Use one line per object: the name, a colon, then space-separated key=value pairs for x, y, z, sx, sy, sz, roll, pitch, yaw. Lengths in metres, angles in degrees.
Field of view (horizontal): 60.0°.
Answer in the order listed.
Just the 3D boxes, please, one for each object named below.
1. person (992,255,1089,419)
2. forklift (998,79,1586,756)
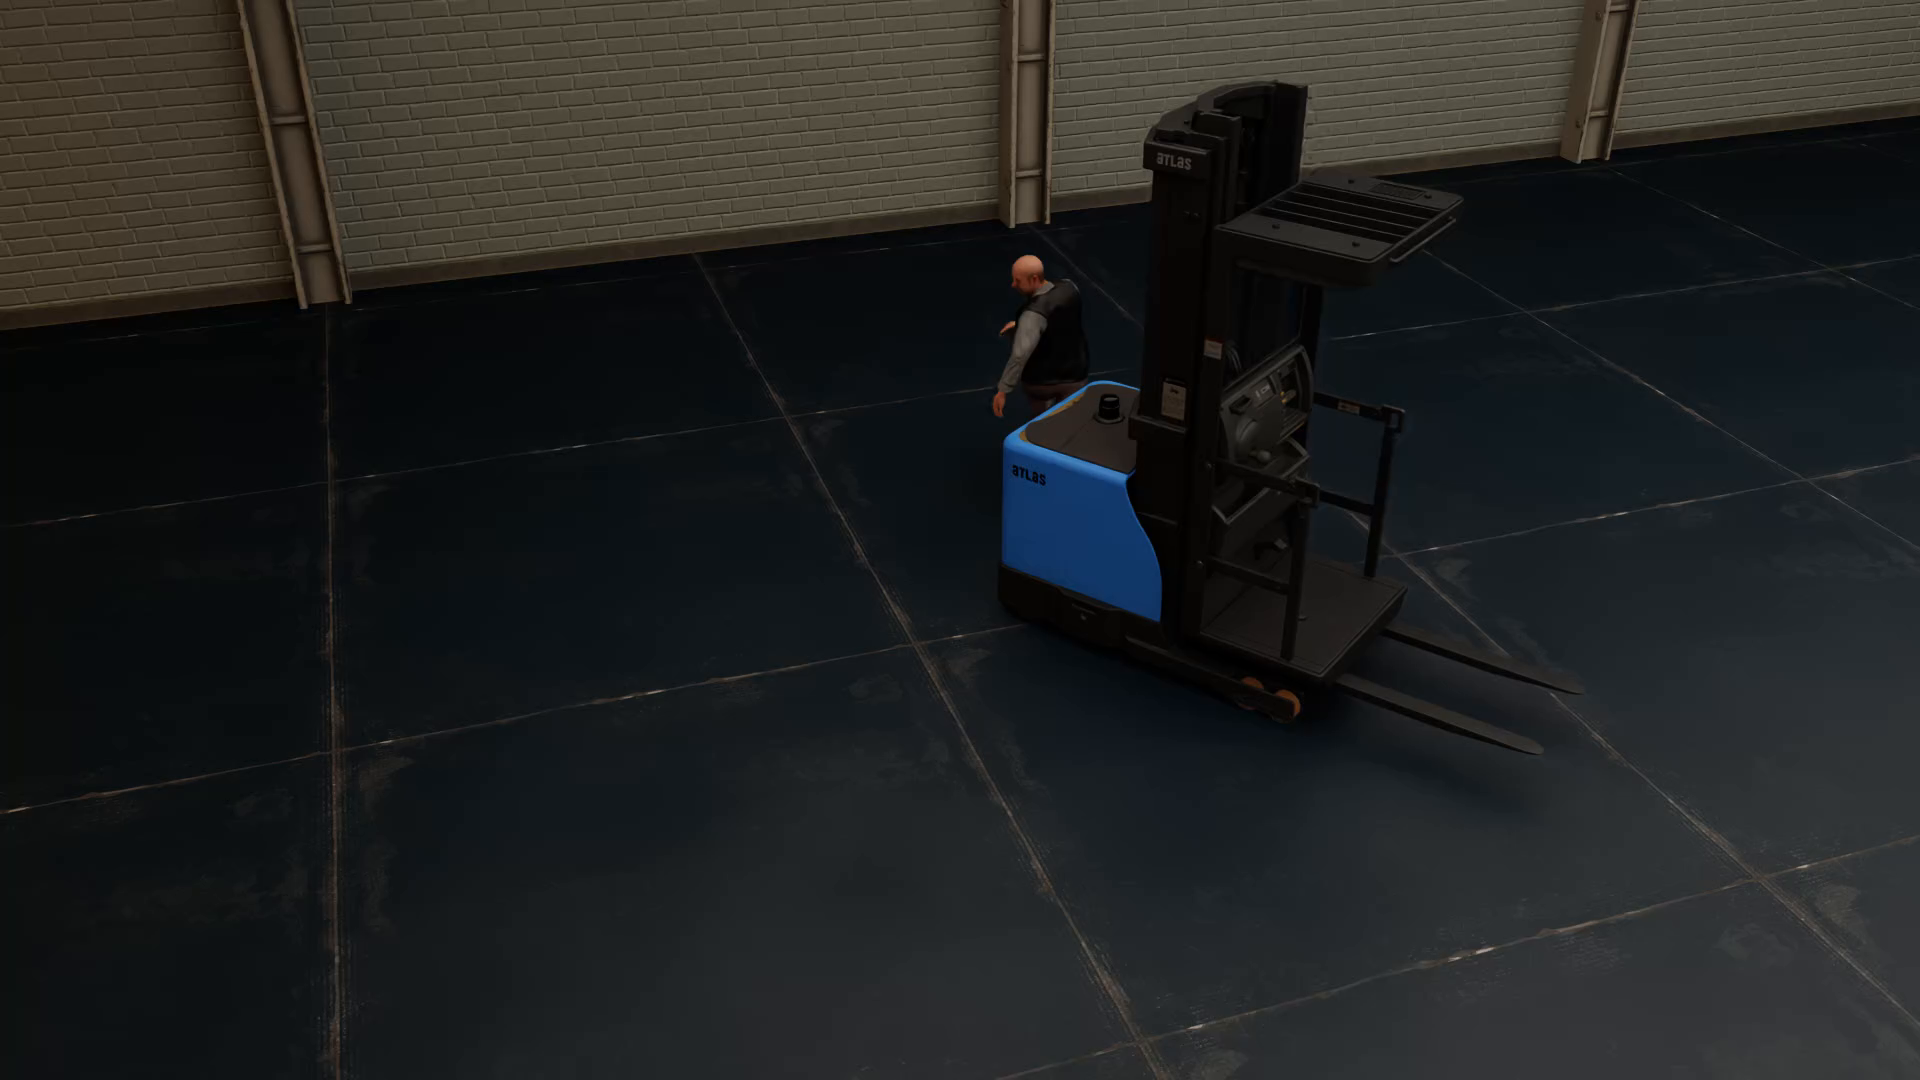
person: x=0.496 y=-1.047 z=10.410 sx=0.639 sy=1.498 sz=0.884 roll=-3 pitch=30 yaw=-5
forklift: x=1.703 y=-0.645 z=8.208 sx=3.031 sy=2.935 sz=1.130 roll=20 pitch=35 yaw=31
